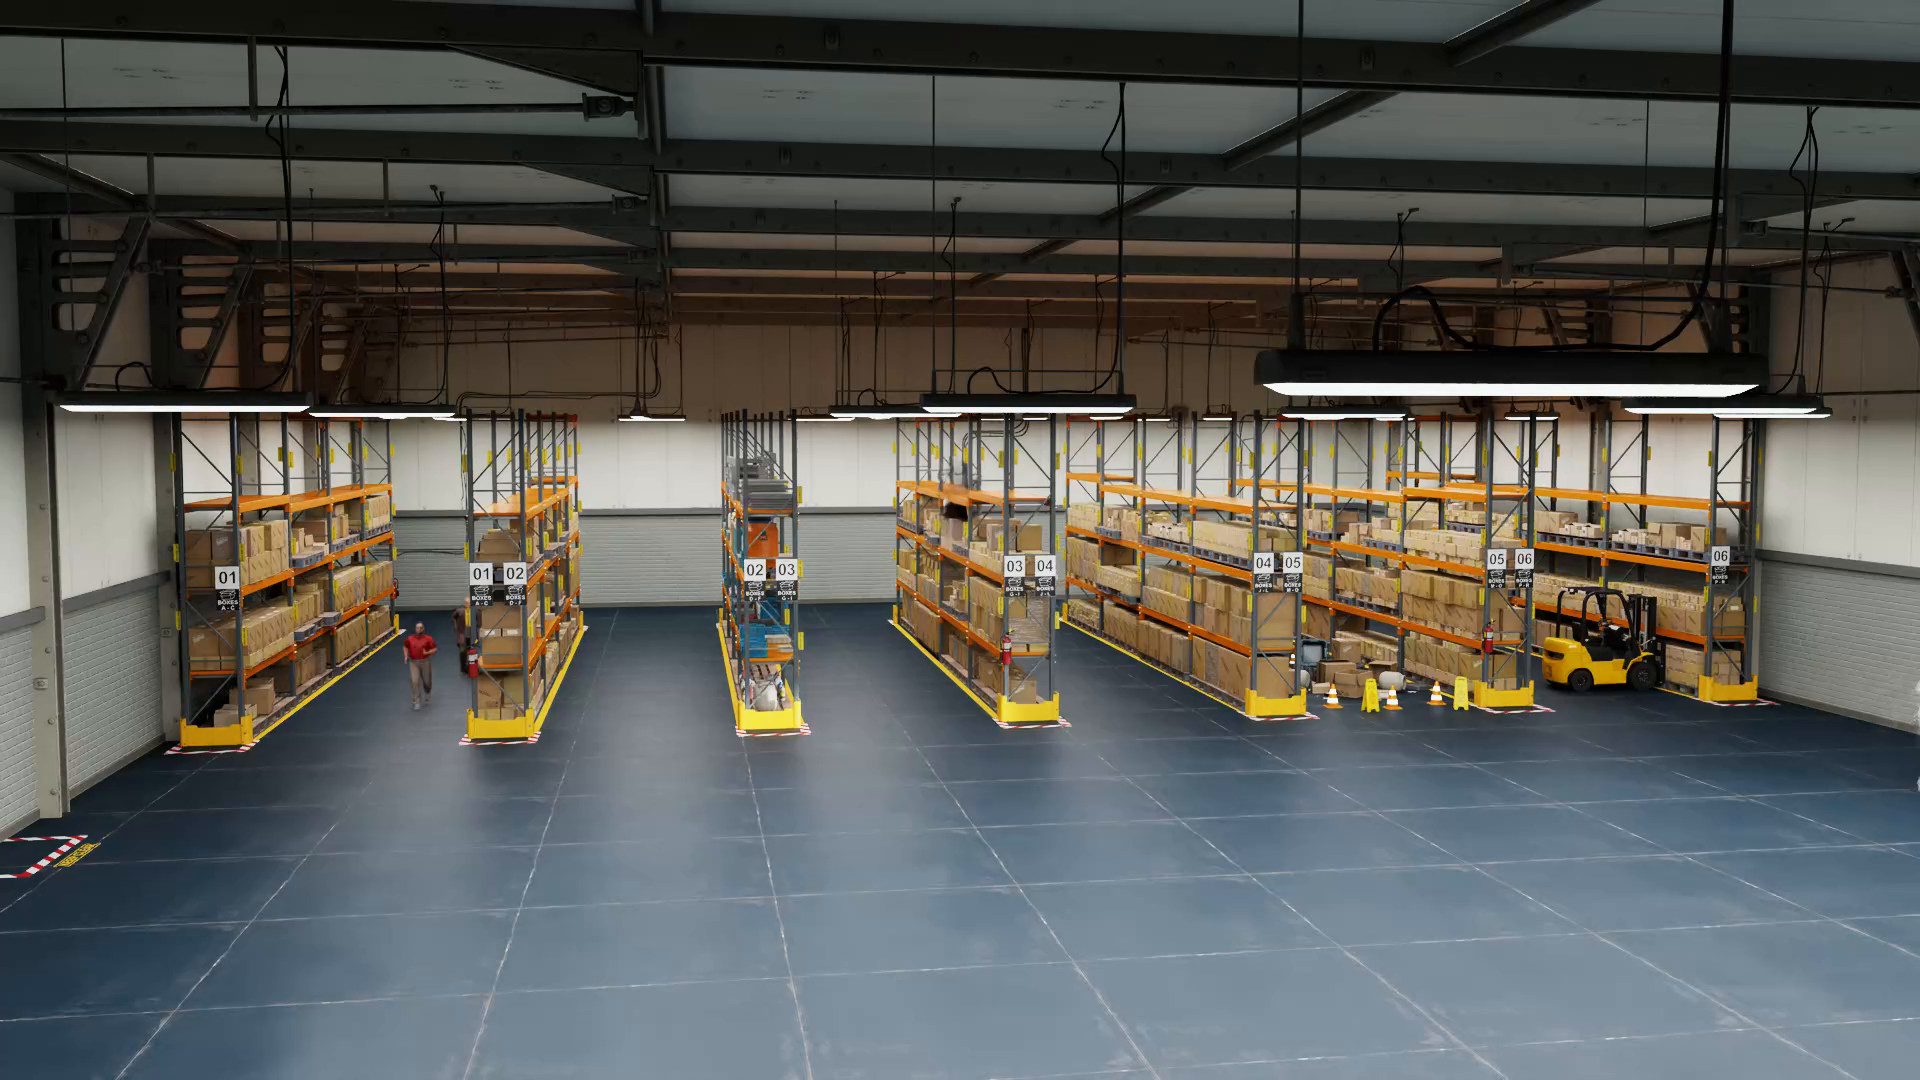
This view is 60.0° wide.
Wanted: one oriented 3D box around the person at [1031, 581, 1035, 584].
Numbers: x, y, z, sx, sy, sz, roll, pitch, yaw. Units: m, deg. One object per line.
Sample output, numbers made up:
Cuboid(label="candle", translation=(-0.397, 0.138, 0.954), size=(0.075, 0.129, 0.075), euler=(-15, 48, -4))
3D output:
Cuboid(label="person", translation=(1.883, 1.561, 48.299), size=(0.664, 1.608, 0.529), euler=(1, 4, 16))

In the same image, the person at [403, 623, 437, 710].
Cuboid(label="person", translation=(-10.904, 2.522, 33.556), size=(0.660, 1.693, 0.944), euler=(-1, 4, -14))

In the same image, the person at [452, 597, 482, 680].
Cuboid(label="person", translation=(-11.117, 2.313, 37.569), size=(0.685, 1.640, 0.796), euler=(-1, 4, -16))
